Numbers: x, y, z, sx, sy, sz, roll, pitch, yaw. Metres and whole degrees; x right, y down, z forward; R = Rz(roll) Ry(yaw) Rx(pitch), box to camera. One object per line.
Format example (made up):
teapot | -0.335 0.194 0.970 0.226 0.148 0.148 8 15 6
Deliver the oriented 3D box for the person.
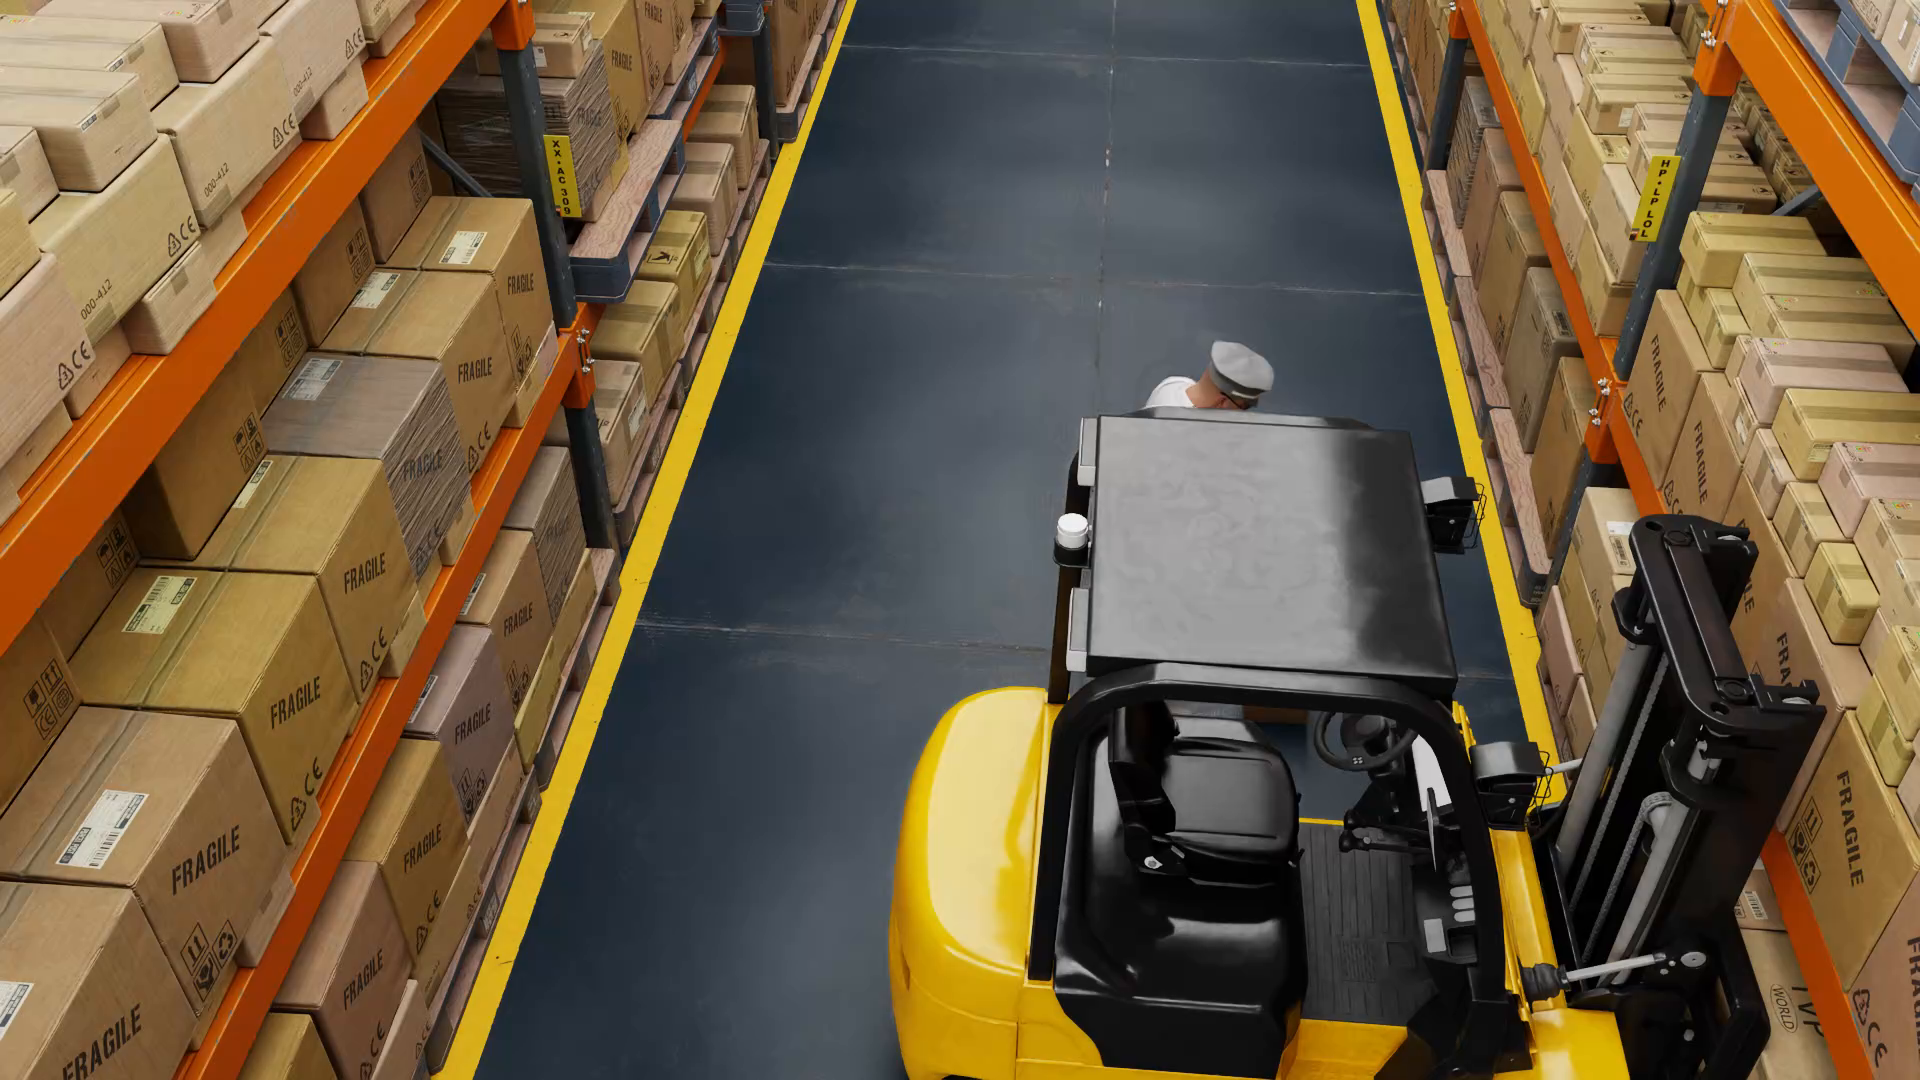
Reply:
person | 0.814 -0.015 6.259 0.557 1.650 0.571 4 40 5
